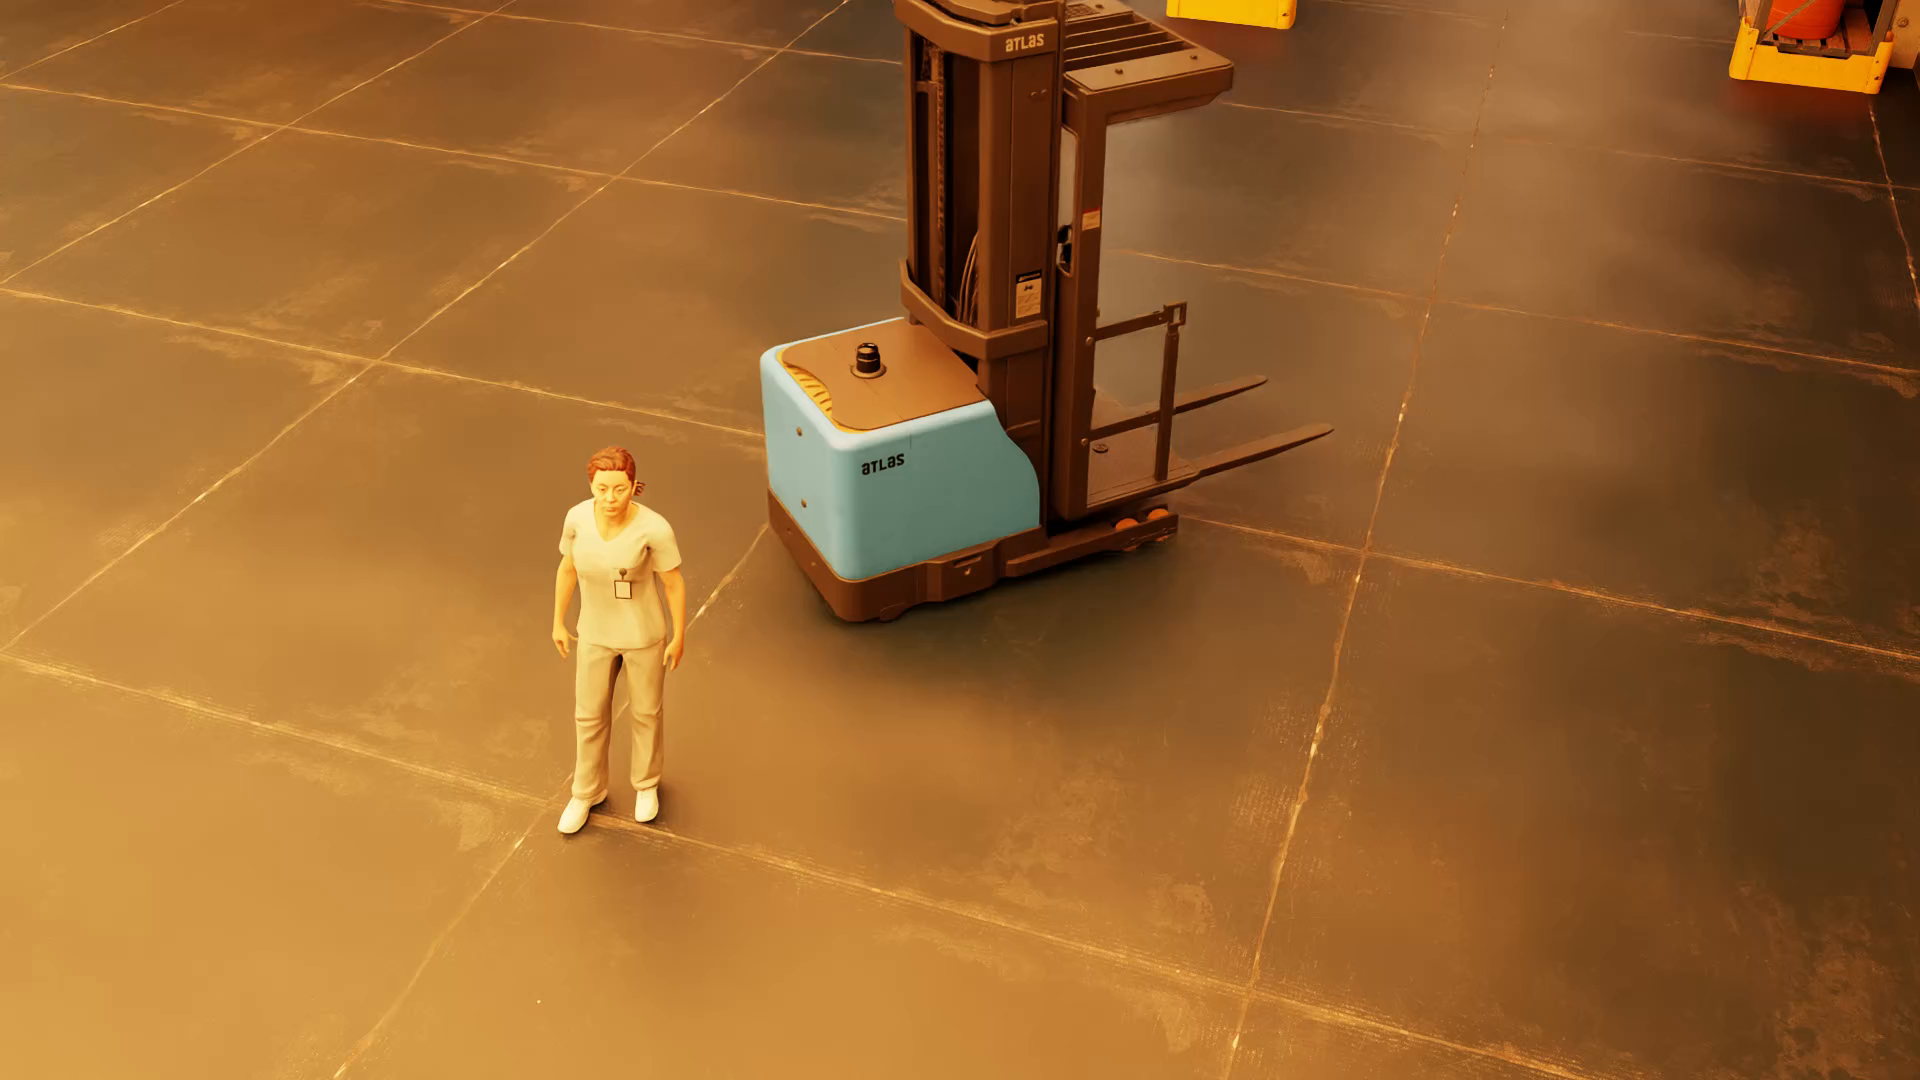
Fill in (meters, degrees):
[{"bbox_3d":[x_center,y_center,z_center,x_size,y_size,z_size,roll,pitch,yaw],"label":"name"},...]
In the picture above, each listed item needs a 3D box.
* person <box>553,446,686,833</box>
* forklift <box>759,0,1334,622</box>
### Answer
[{"bbox_3d":[-1.367,0.419,6.605,0.557,1.668,0.543,4,36,6],"label":"person"},{"bbox_3d":[0.557,-1.394,8.077,3.031,2.935,1.130,-17,39,-22],"label":"forklift"}]
